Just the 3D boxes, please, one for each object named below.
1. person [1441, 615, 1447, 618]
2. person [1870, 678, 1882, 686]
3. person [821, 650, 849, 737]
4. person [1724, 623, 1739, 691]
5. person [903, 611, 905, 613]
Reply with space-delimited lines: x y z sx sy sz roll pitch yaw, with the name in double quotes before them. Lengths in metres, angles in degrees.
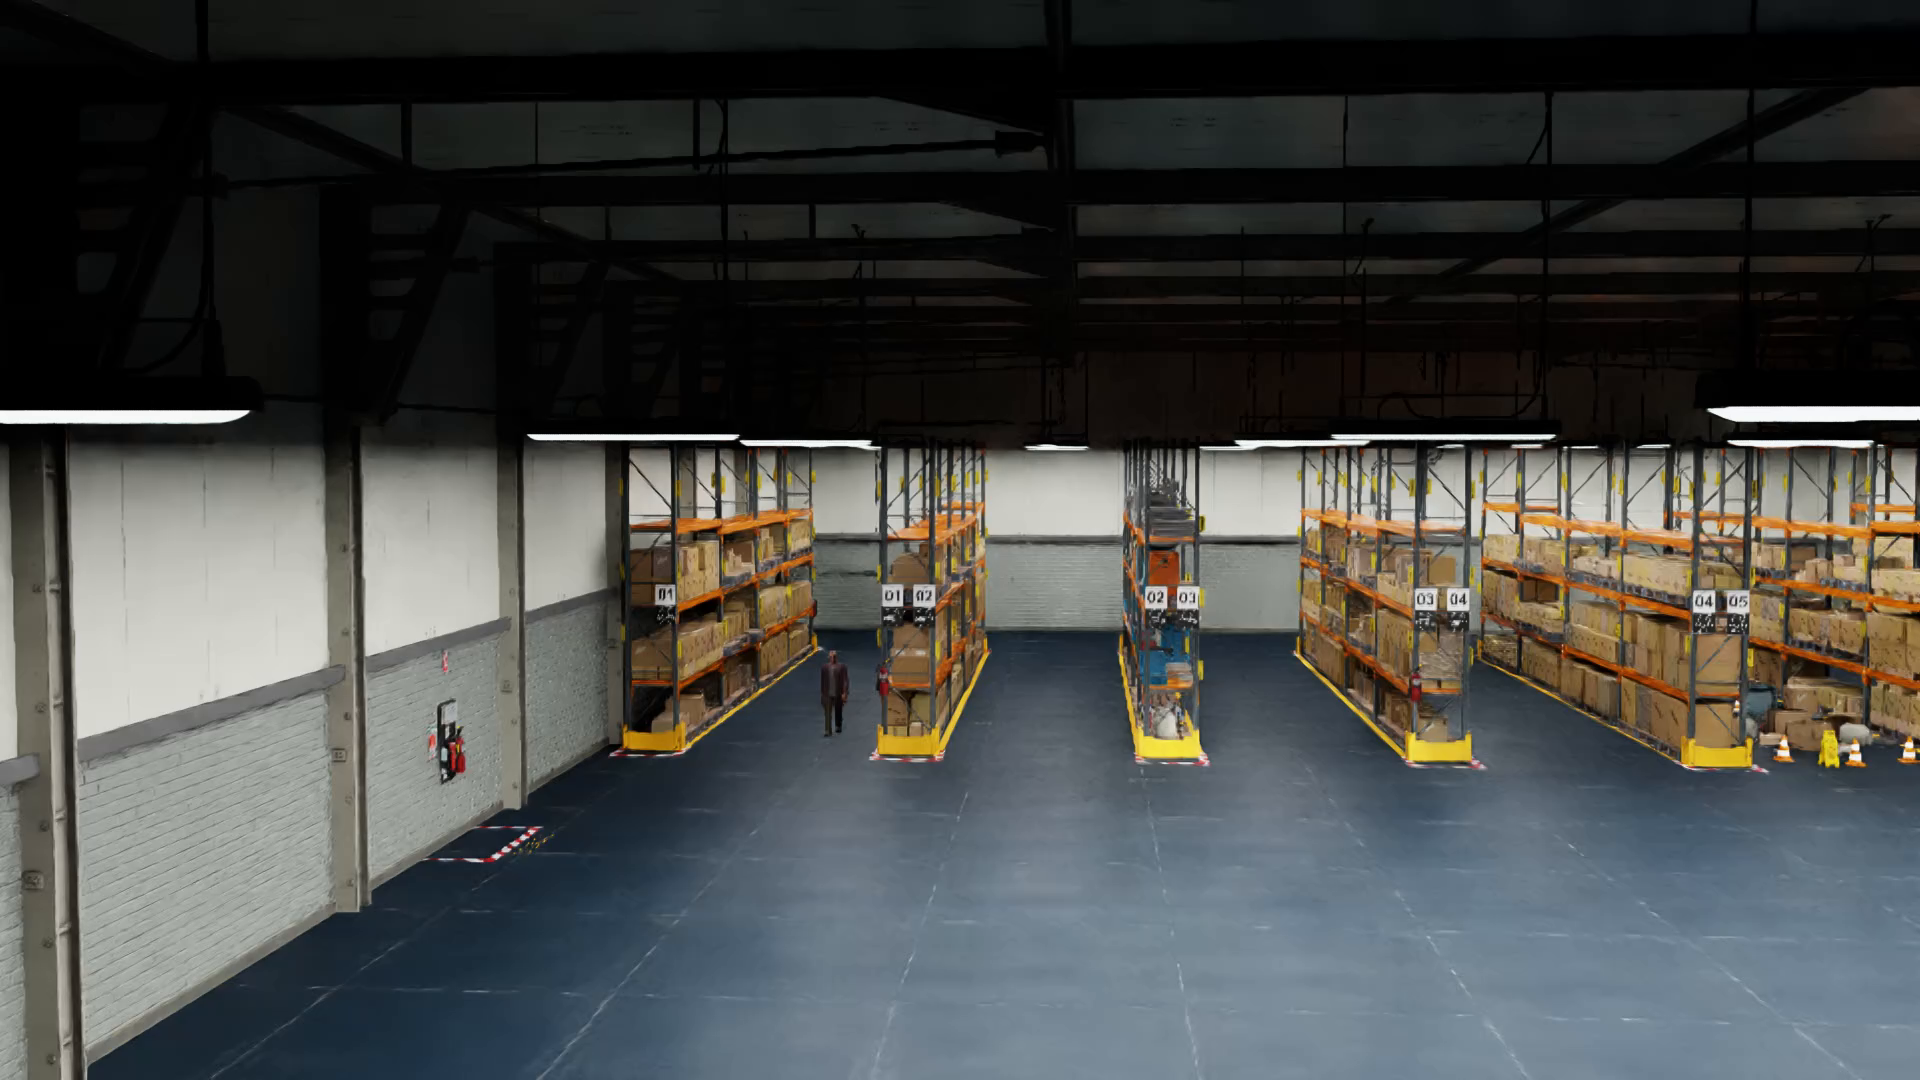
"person" 13.447 2.393 46.306 0.451 1.679 0.540 -1 3 -25
"person" 22.182 2.758 39.914 0.575 1.624 0.573 2 3 29
"person" -2.522 3.069 33.388 0.600 1.725 1.111 0 3 3
"person" 18.017 2.789 39.022 0.548 1.663 0.585 1 3 26
"person" -1.551 2.409 46.253 0.464 1.669 0.579 -1 3 -24
